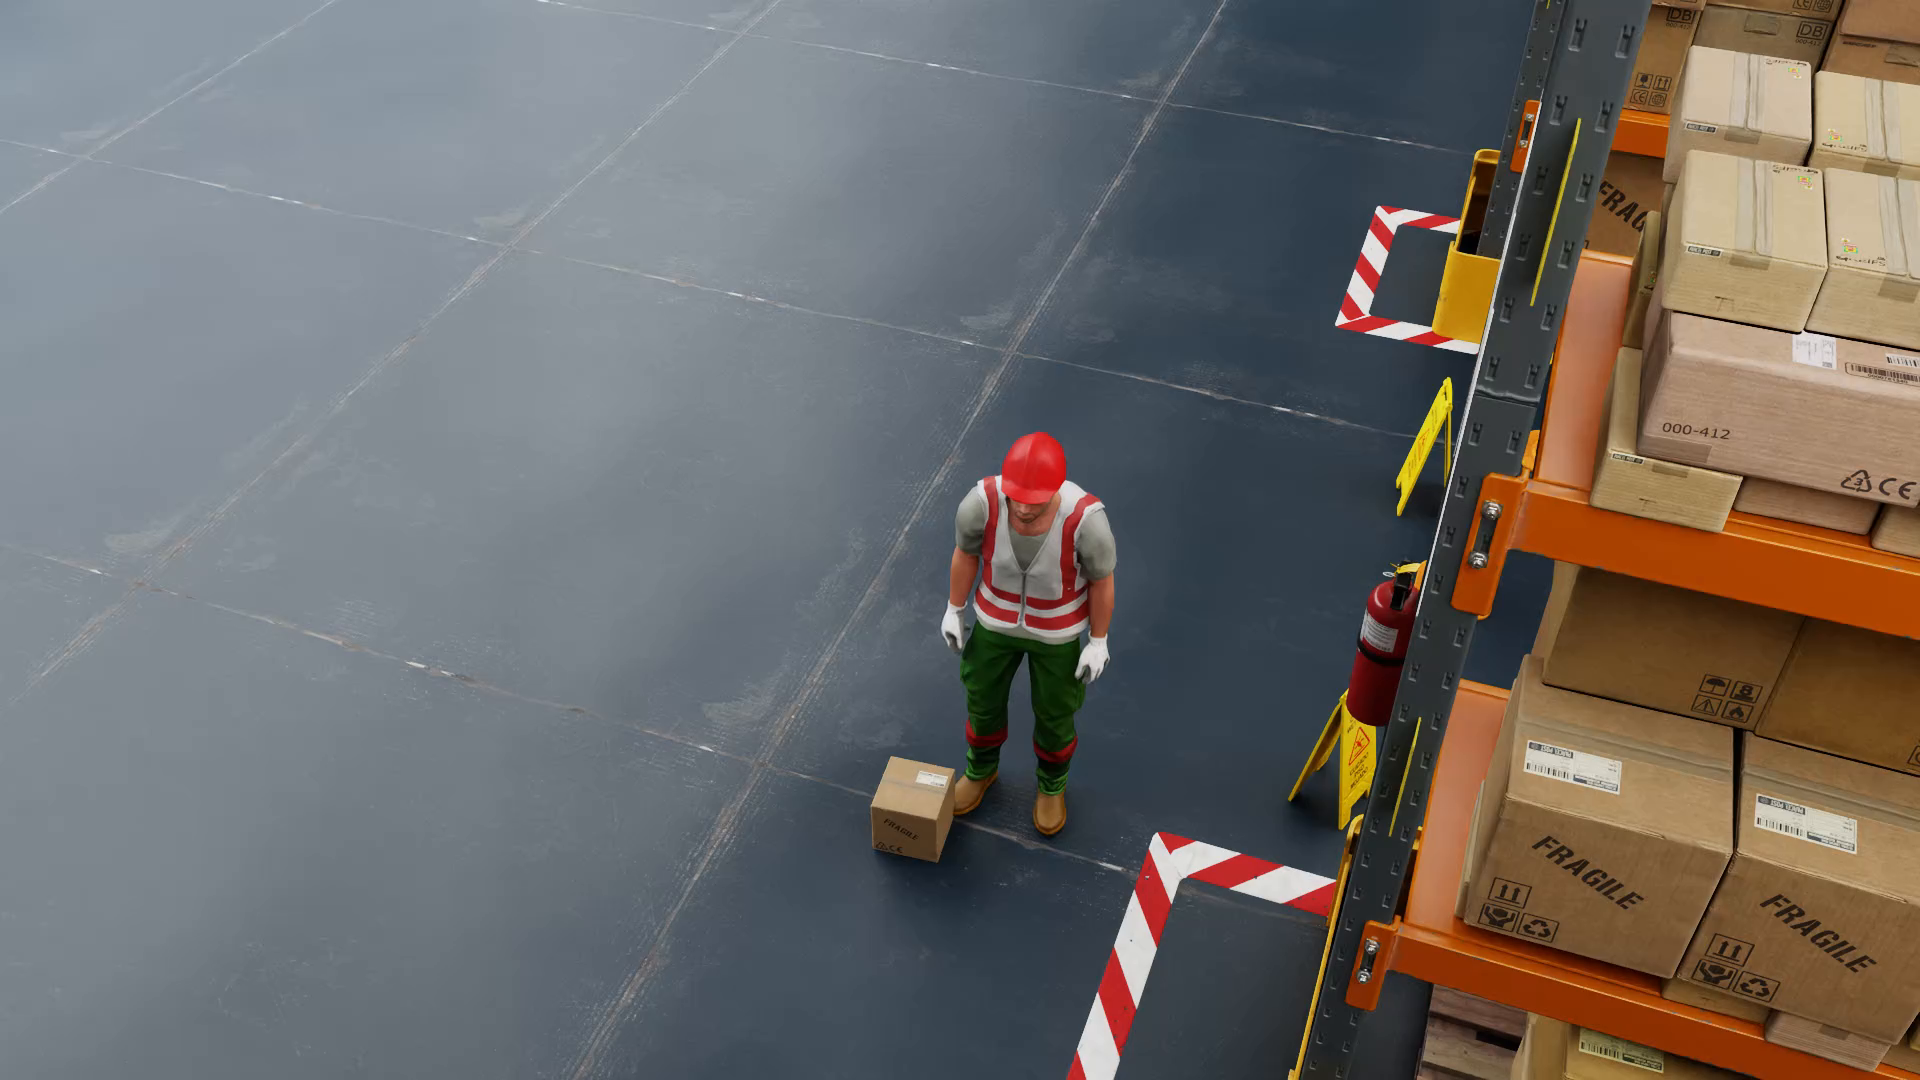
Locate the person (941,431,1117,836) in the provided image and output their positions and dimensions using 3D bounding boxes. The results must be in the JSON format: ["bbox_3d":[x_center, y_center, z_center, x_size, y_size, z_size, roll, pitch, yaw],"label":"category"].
[{"bbox_3d":[0.227,0.316,5.786,0.604,1.778,0.453,11,42,13],"label":"person"}]
